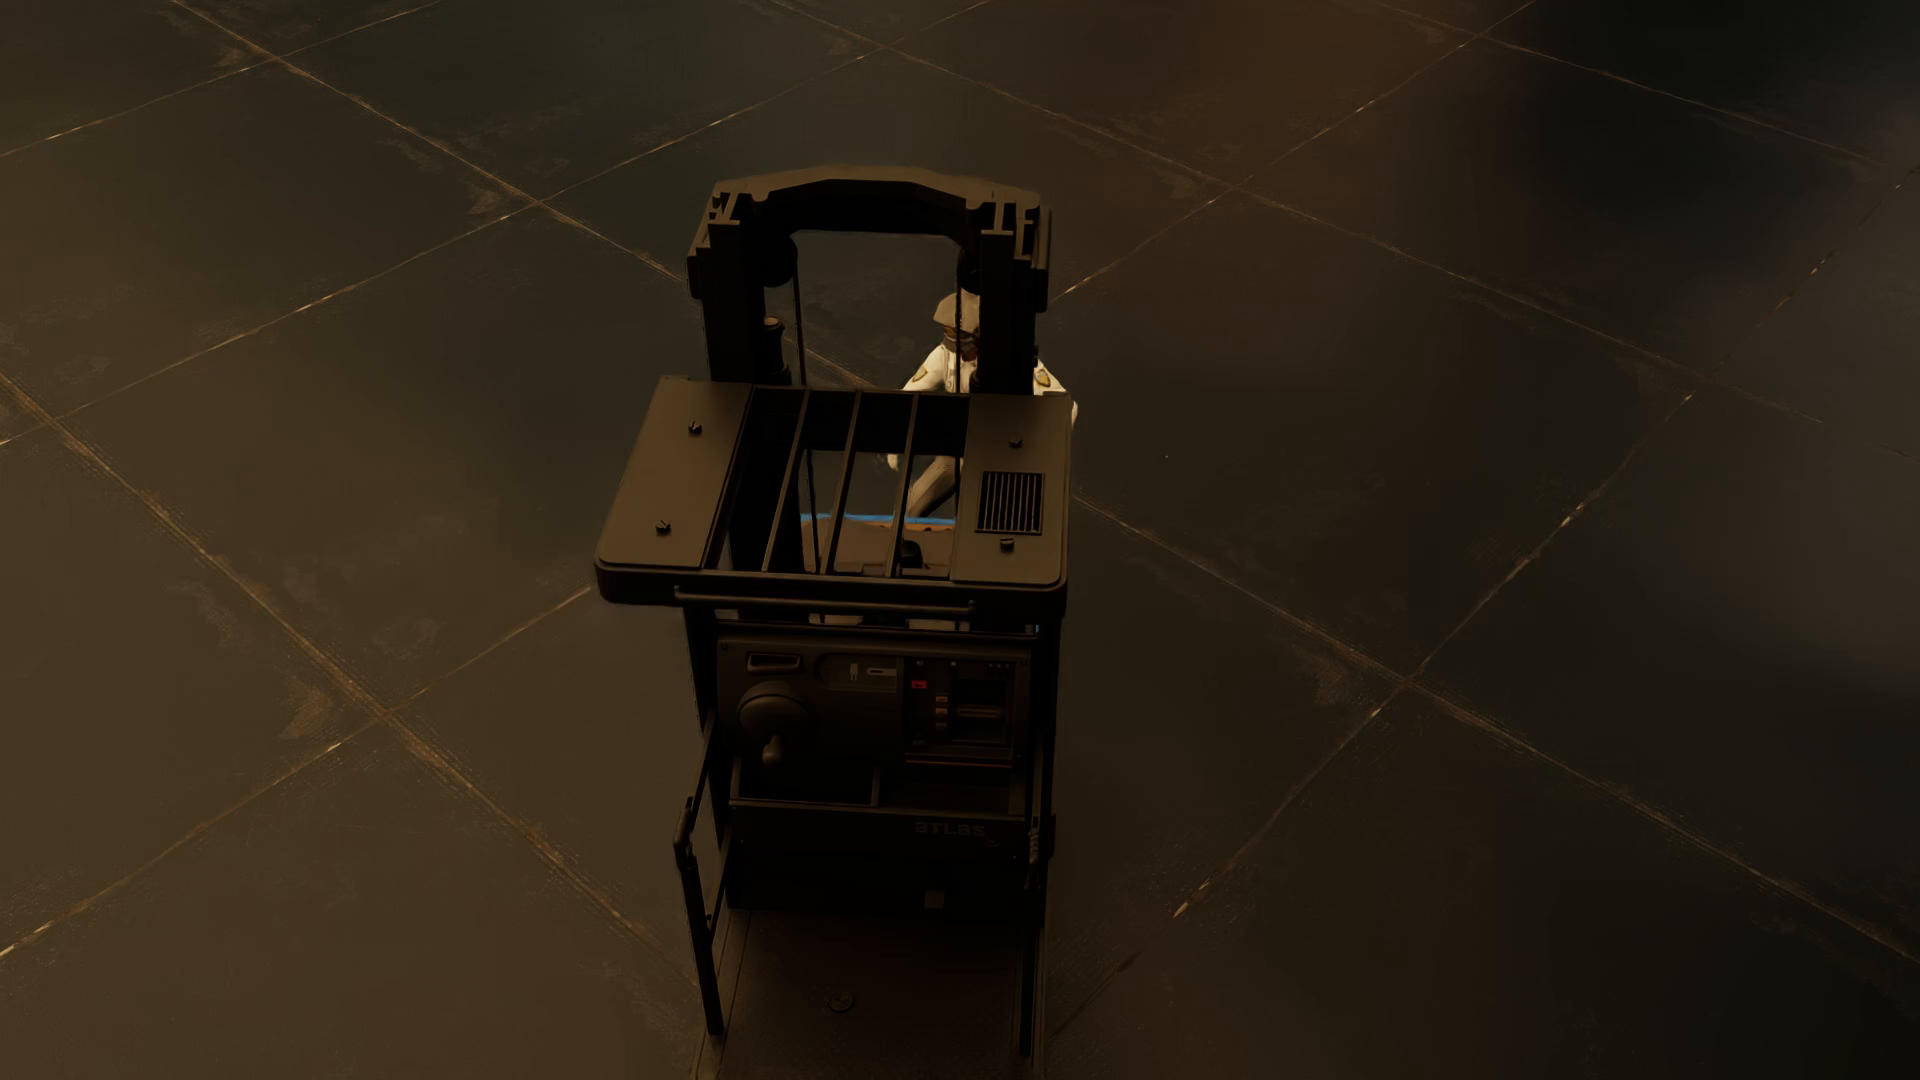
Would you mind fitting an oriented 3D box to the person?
[{"bbox_3d":[0.042,-0.308,6.921,0.945,1.454,0.707,17,44,19],"label":"person"}]

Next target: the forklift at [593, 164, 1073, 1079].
[{"bbox_3d":[-0.269,0.570,4.764,1.130,2.935,3.031,3,41,3],"label":"forklift"}]
